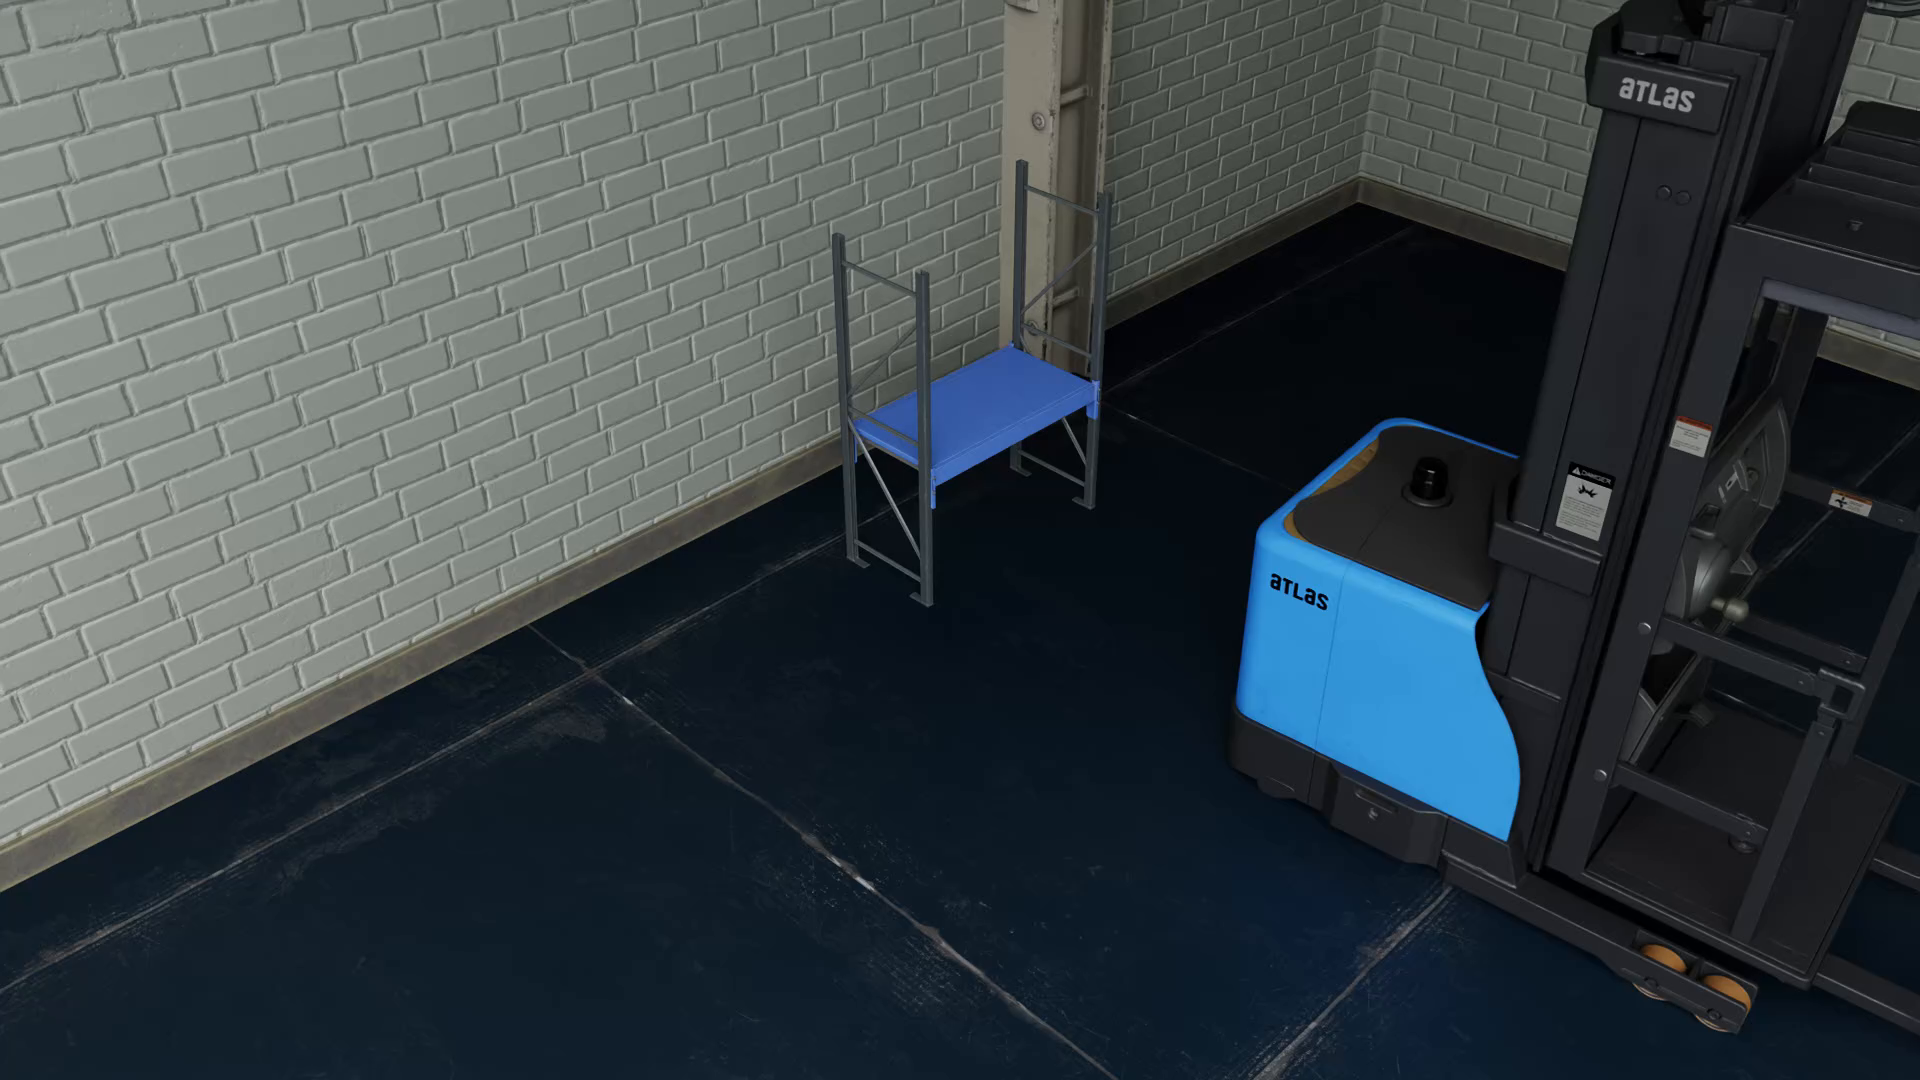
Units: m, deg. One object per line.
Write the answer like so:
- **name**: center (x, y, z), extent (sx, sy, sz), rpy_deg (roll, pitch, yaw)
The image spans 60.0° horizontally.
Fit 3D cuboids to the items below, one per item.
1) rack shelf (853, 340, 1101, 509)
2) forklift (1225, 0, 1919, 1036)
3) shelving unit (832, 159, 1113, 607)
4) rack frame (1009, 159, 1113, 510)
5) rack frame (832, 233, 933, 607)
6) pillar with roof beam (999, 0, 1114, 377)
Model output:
- **rack shelf**: center (0.060, -0.502, 6.974), extent (0.538, 0.185, 1.000), rpy_deg (30, 45, 35)
- **forklift**: center (2.421, -0.045, 4.752), extent (3.031, 2.935, 1.130), rpy_deg (25, 42, 31)
- **shelving unit**: center (0.060, -0.650, 6.871), extent (0.538, 1.500, 1.048), rpy_deg (30, 45, 35)
- **rack frame**: center (0.418, -0.856, 7.167), extent (0.500, 1.500, 0.032), rpy_deg (30, 45, 35)
- **rack frame**: center (-0.298, -0.443, 6.575), extent (0.500, 1.500, 0.032), rpy_deg (30, 45, 35)
- **pillar with roof beam**: center (3.494, -2.785, 3.376), extent (9.100, 9.000, 0.400), rpy_deg (30, 45, 35)
